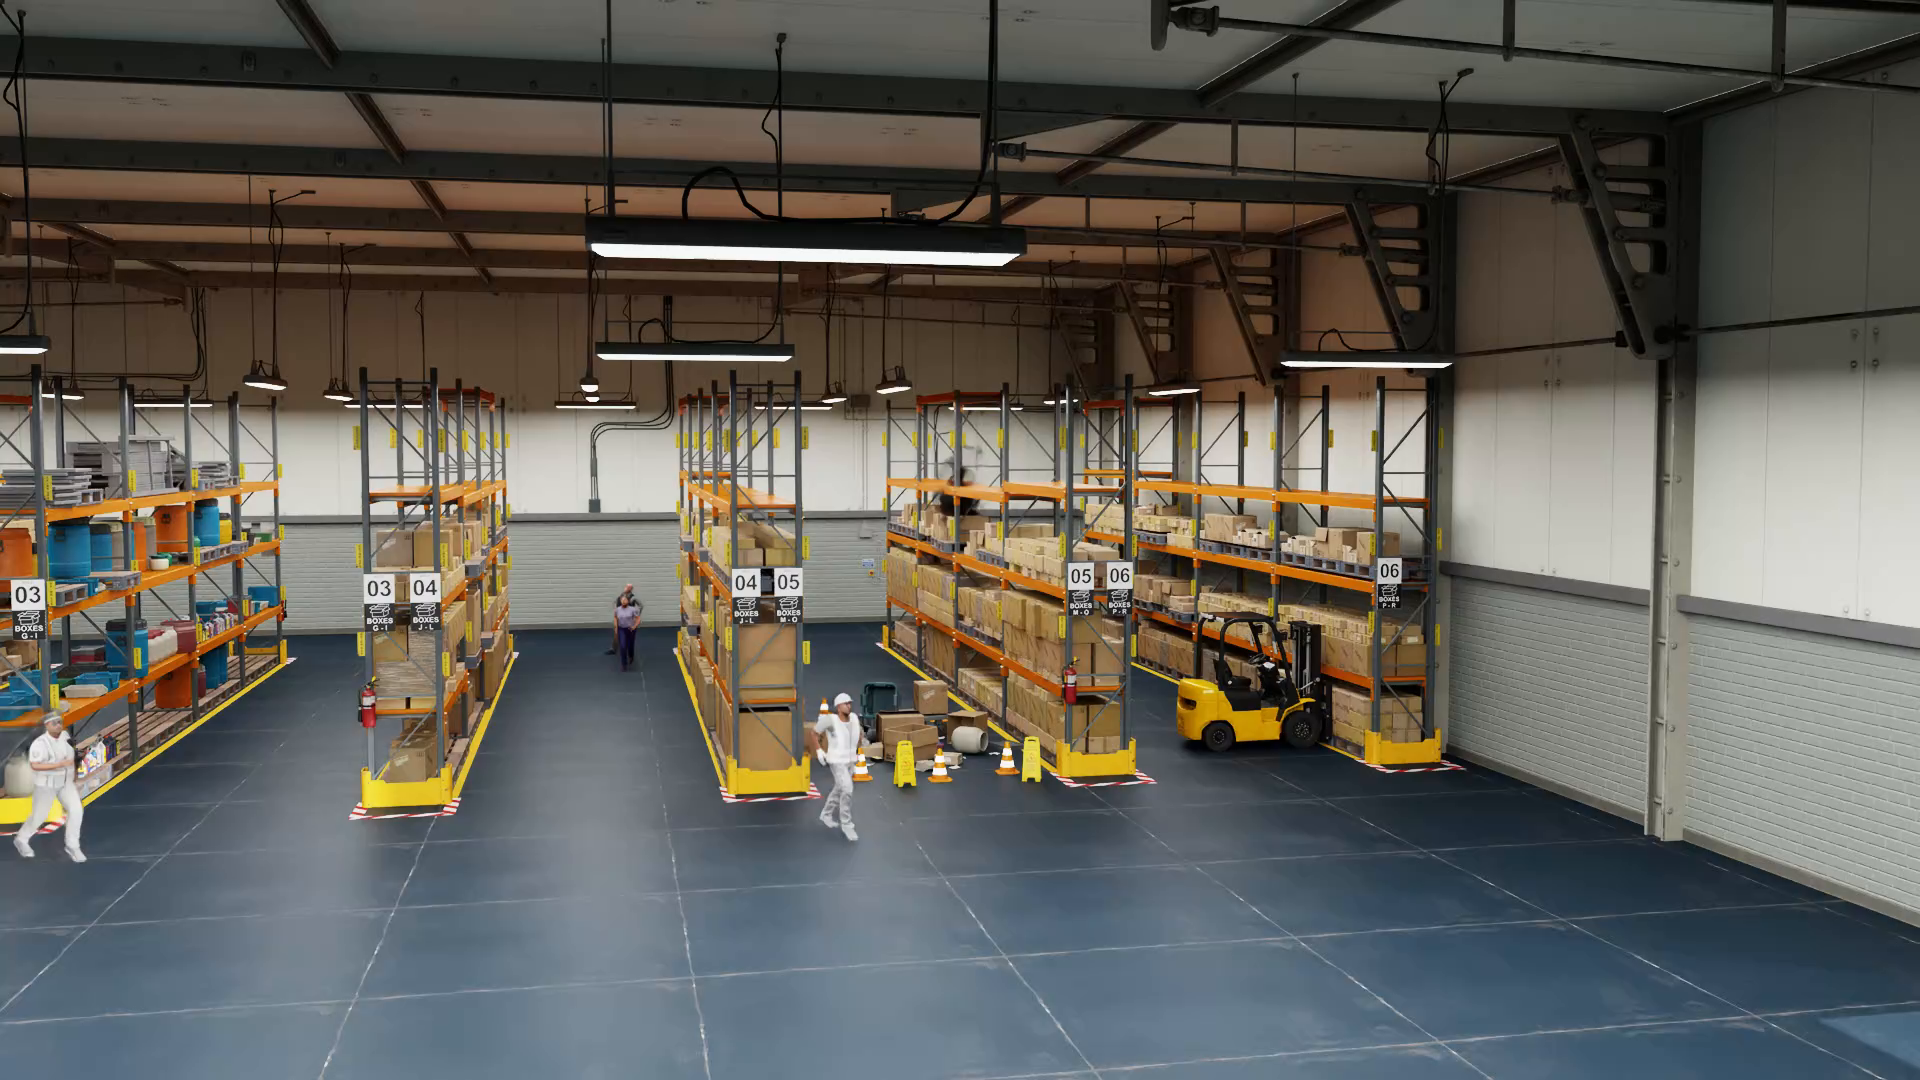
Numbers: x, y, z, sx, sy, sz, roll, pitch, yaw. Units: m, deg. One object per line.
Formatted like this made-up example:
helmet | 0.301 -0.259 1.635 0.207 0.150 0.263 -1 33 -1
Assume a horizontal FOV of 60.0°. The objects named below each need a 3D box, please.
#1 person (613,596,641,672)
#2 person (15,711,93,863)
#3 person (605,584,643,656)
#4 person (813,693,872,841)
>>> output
person | -7.272 2.043 36.377 0.615 1.654 0.694 0 3 -4
person | -10.803 2.937 19.853 0.952 1.831 0.672 1 4 23
person | -7.874 1.860 38.812 0.714 1.662 0.857 2 4 29
person | -1.465 2.849 21.139 0.864 1.819 0.668 3 4 40
